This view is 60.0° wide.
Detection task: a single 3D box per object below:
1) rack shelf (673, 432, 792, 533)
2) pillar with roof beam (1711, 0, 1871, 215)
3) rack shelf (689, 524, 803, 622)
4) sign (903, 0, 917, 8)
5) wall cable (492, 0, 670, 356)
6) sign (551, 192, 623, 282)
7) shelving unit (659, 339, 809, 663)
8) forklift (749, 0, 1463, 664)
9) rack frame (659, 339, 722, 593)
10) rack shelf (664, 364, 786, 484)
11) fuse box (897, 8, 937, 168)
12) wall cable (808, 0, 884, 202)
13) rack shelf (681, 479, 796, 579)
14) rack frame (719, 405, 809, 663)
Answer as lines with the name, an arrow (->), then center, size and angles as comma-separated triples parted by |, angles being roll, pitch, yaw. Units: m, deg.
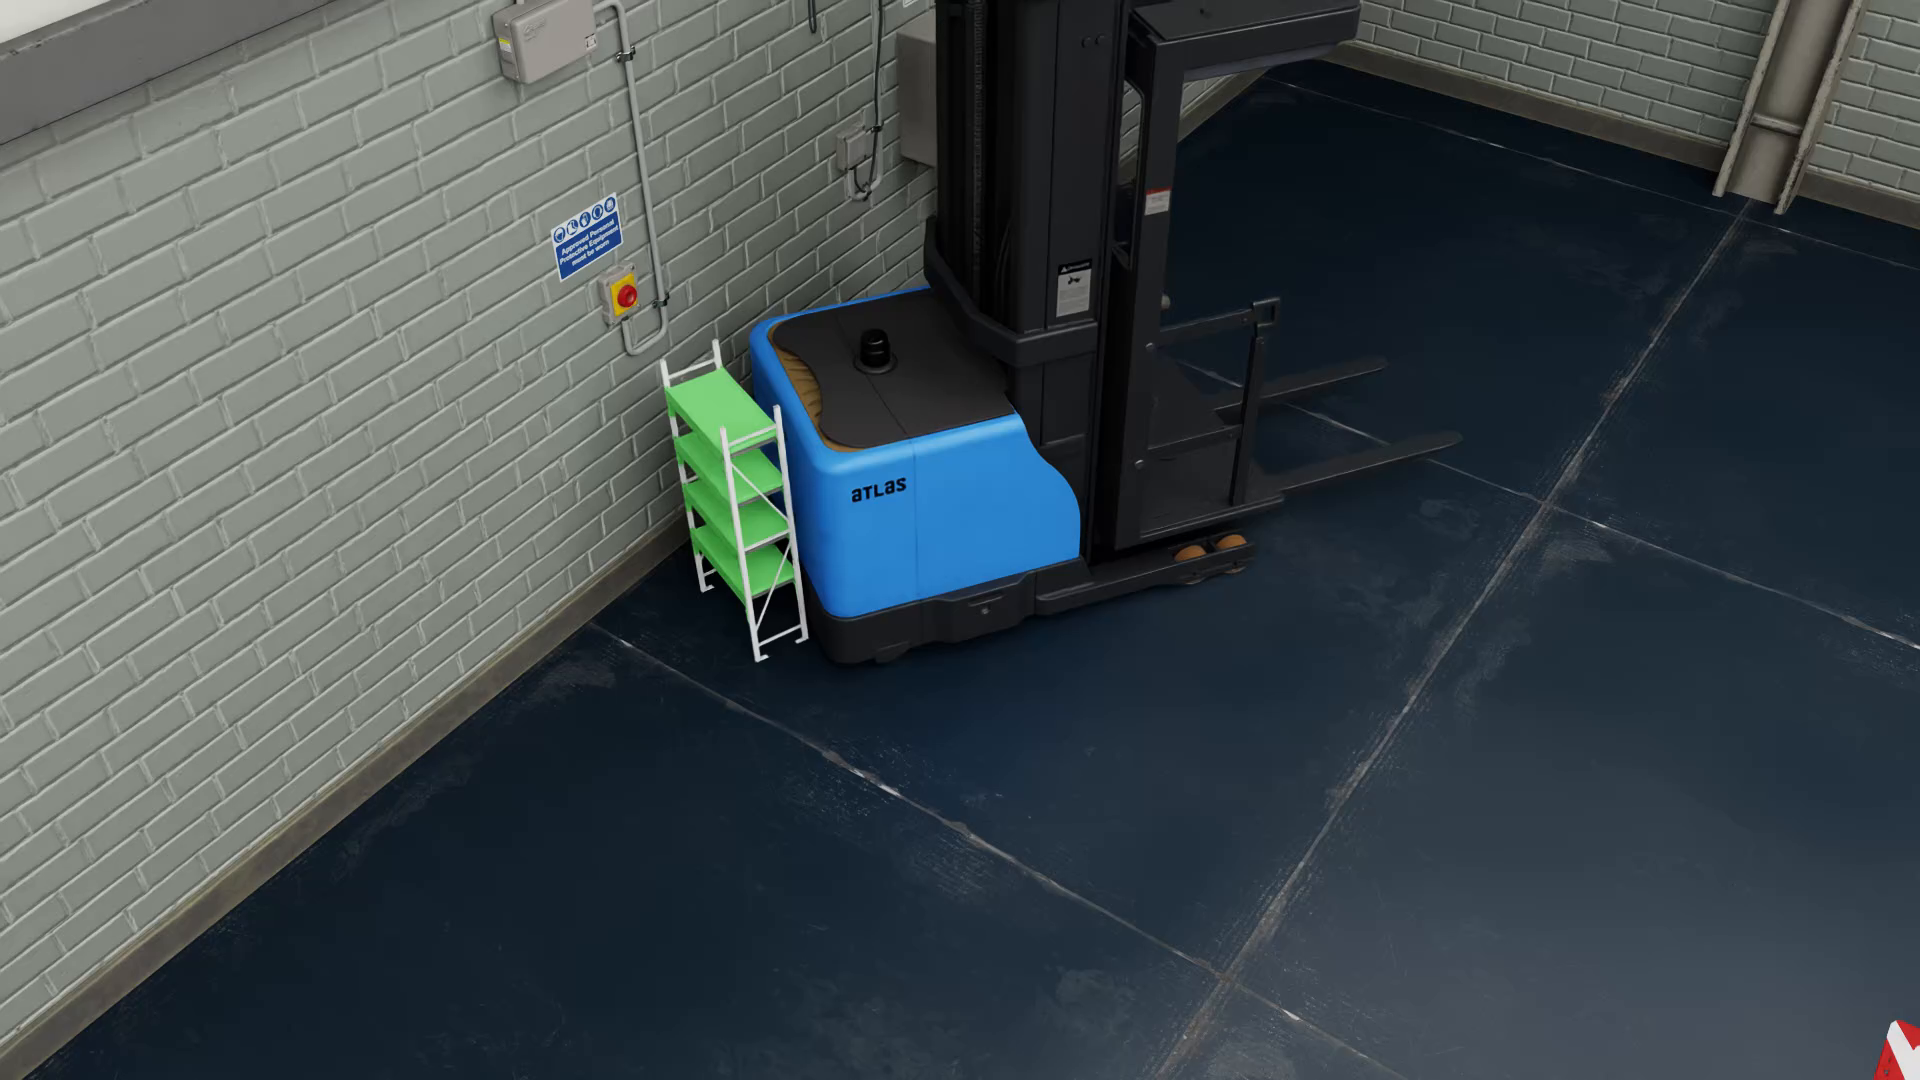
rack shelf -> -0.874, -0.262, 6.374 | 0.258, 0.148, 0.480 | -25, 47, -23
pillar with roof beam -> 2.045, -2.975, 3.827 | 0.400, 9.000, 9.100 | 25, 48, 25
rack shelf -> -0.863, 0.090, 6.699 | 0.258, 0.148, 0.480 | -25, 47, -23
sign -> -0.146, -2.448, 7.117 | 0.001, 0.242, 0.339 | 25, 48, 25
wall cable -> -1.270, -1.391, 5.769 | 0.123, 1.953, 0.585 | 25, 48, 25
sign -> -1.348, -1.098, 6.025 | 0.001, 0.218, 0.327 | 25, 48, 25
shelving unit -> -0.870, -0.133, 6.493 | 0.258, 1.200, 0.503 | -25, 47, -23
forklift -> 0.717, -1.218, 6.413 | 3.031, 2.935, 1.130 | -15, 44, -16
rack frame -> -1.003, -0.269, 6.646 | 0.240, 1.200, 0.015 | -25, 47, -23
rack shelf -> -0.880, -0.439, 6.211 | 0.258, 0.148, 0.480 | -25, 47, -23
fuse box -> 0.056, -1.611, 7.767 | 0.414, 1.711, 0.539 | 25, 48, 25
wall cable -> -0.465, -2.158, 6.650 | 0.122, 1.984, 0.588 | 25, 48, 25
rack shelf -> -0.869, -0.086, 6.537 | 0.258, 0.148, 0.480 | -25, 47, -23
rack frame -> -0.737, 0.003, 6.341 | 0.240, 1.200, 0.015 | -25, 47, -23
